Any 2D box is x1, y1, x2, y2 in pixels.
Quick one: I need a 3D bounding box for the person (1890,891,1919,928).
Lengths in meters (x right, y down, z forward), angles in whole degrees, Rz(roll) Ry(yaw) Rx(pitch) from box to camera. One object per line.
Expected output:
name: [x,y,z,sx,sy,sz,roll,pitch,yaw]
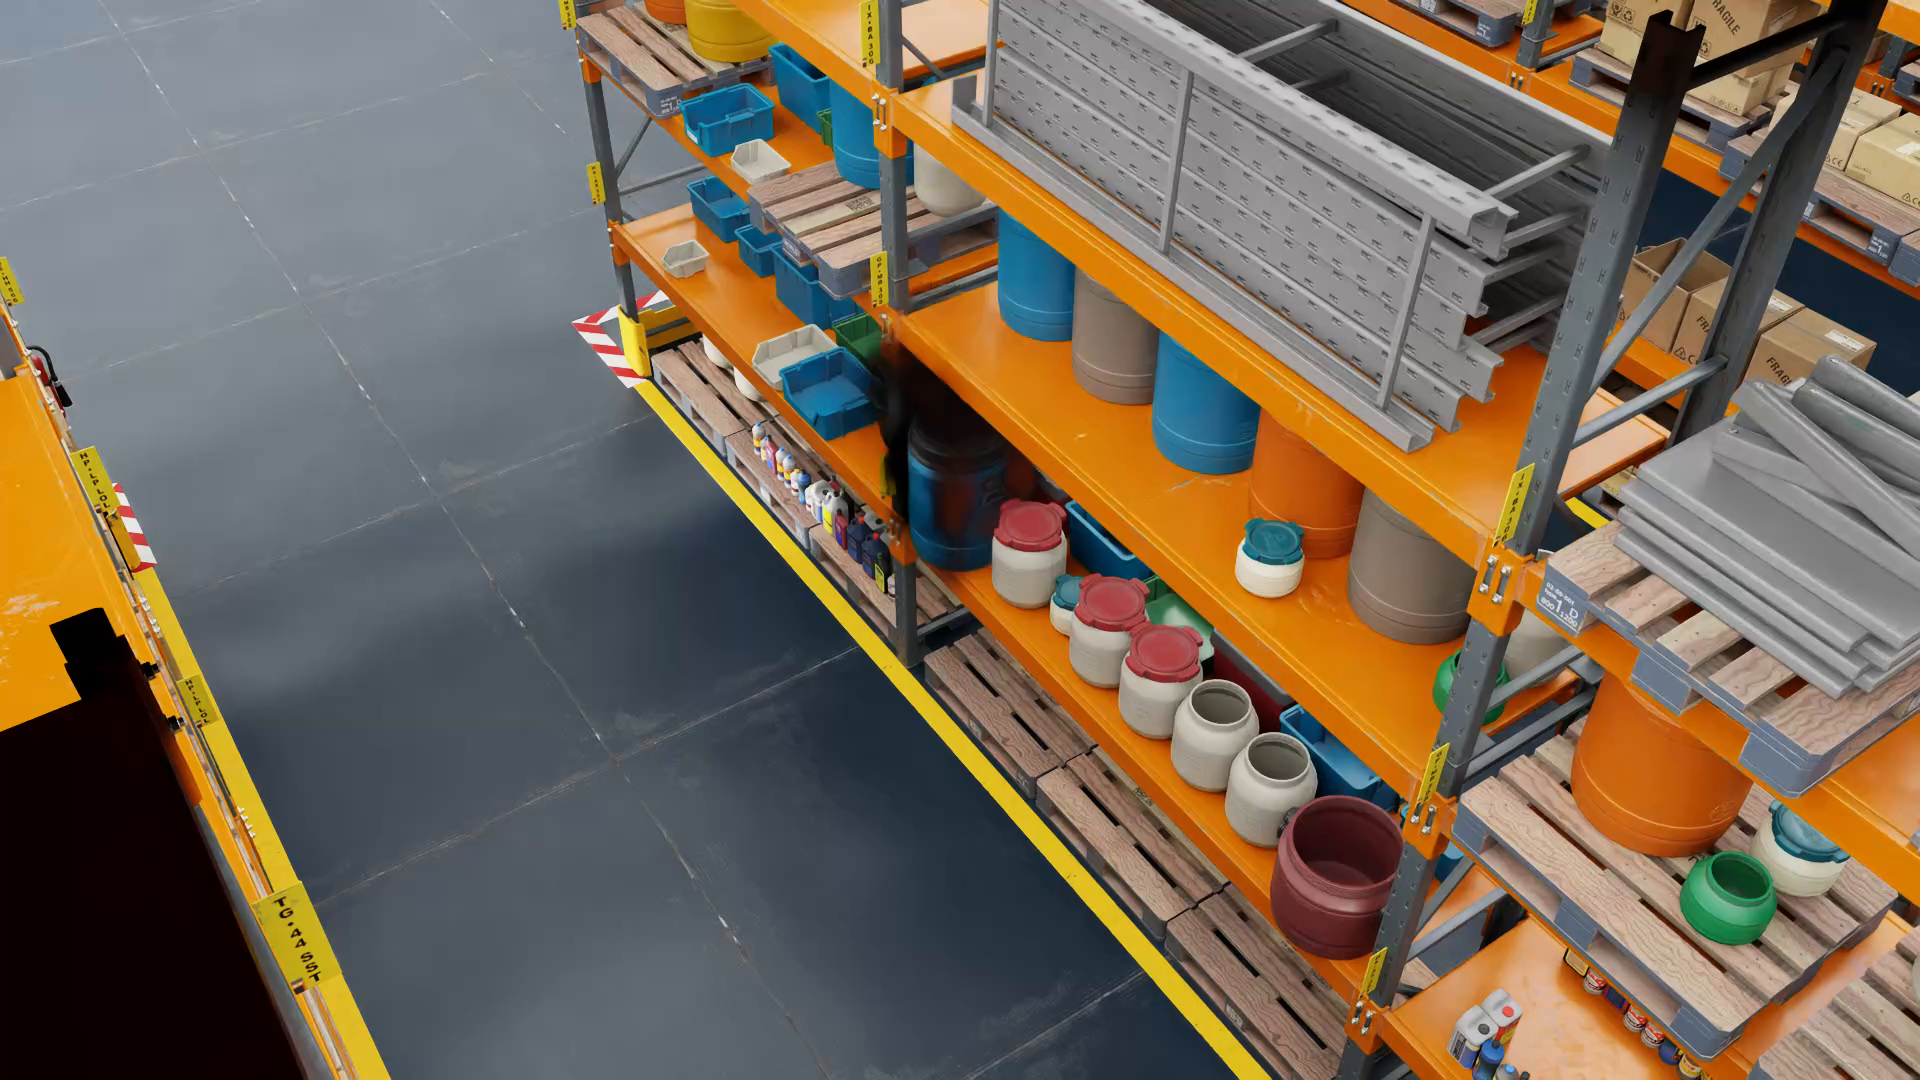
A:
person: [4.881,1.884,8.506,0.444,1.613,0.665,-27,49,-26]
